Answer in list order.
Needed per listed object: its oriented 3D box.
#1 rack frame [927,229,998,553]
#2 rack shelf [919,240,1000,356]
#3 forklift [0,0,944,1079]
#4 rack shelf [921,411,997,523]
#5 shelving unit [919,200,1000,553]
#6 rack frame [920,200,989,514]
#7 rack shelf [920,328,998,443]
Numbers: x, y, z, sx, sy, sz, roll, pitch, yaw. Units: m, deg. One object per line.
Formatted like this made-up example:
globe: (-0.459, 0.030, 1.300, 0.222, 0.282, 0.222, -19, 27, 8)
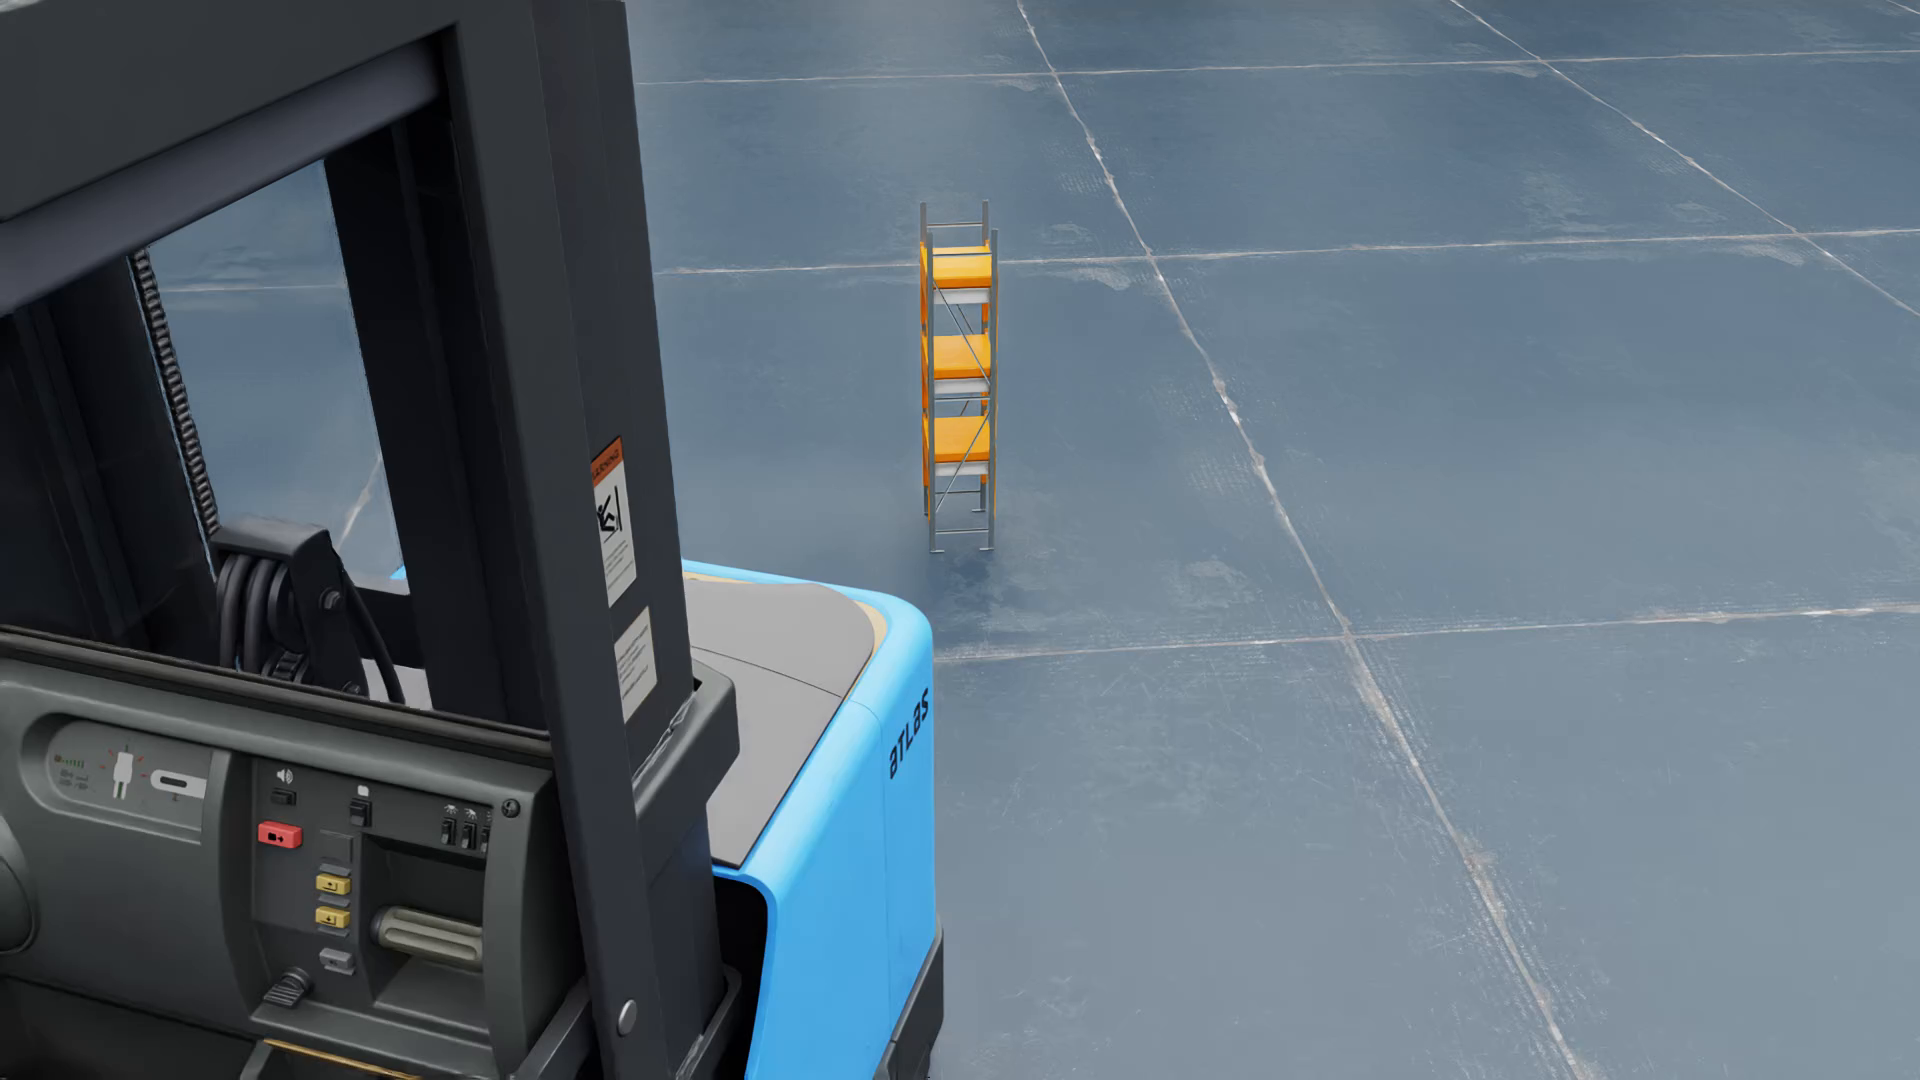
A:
rack frame: (0.006, -0.416, 4.922, 0.200, 1.050, 0.008, -3, 31, -5)
rack shelf: (-0.005, -0.713, 4.886, 0.215, 0.259, 0.240, -3, 31, -5)
forklift: (-0.953, 0.418, 1.692, 1.130, 2.935, 3.031, 9, 32, 15)
rack shelf: (-0.005, -0.230, 5.174, 0.215, 0.259, 0.240, -3, 31, -5)
shelving unit: (-0.005, -0.478, 5.027, 0.215, 1.050, 0.252, -3, 31, -5)
rack frame: (-0.016, -0.540, 5.131, 0.200, 1.050, 0.008, -3, 31, -5)
rack shelf: (-0.005, -0.469, 5.032, 0.215, 0.259, 0.240, -3, 31, -5)
